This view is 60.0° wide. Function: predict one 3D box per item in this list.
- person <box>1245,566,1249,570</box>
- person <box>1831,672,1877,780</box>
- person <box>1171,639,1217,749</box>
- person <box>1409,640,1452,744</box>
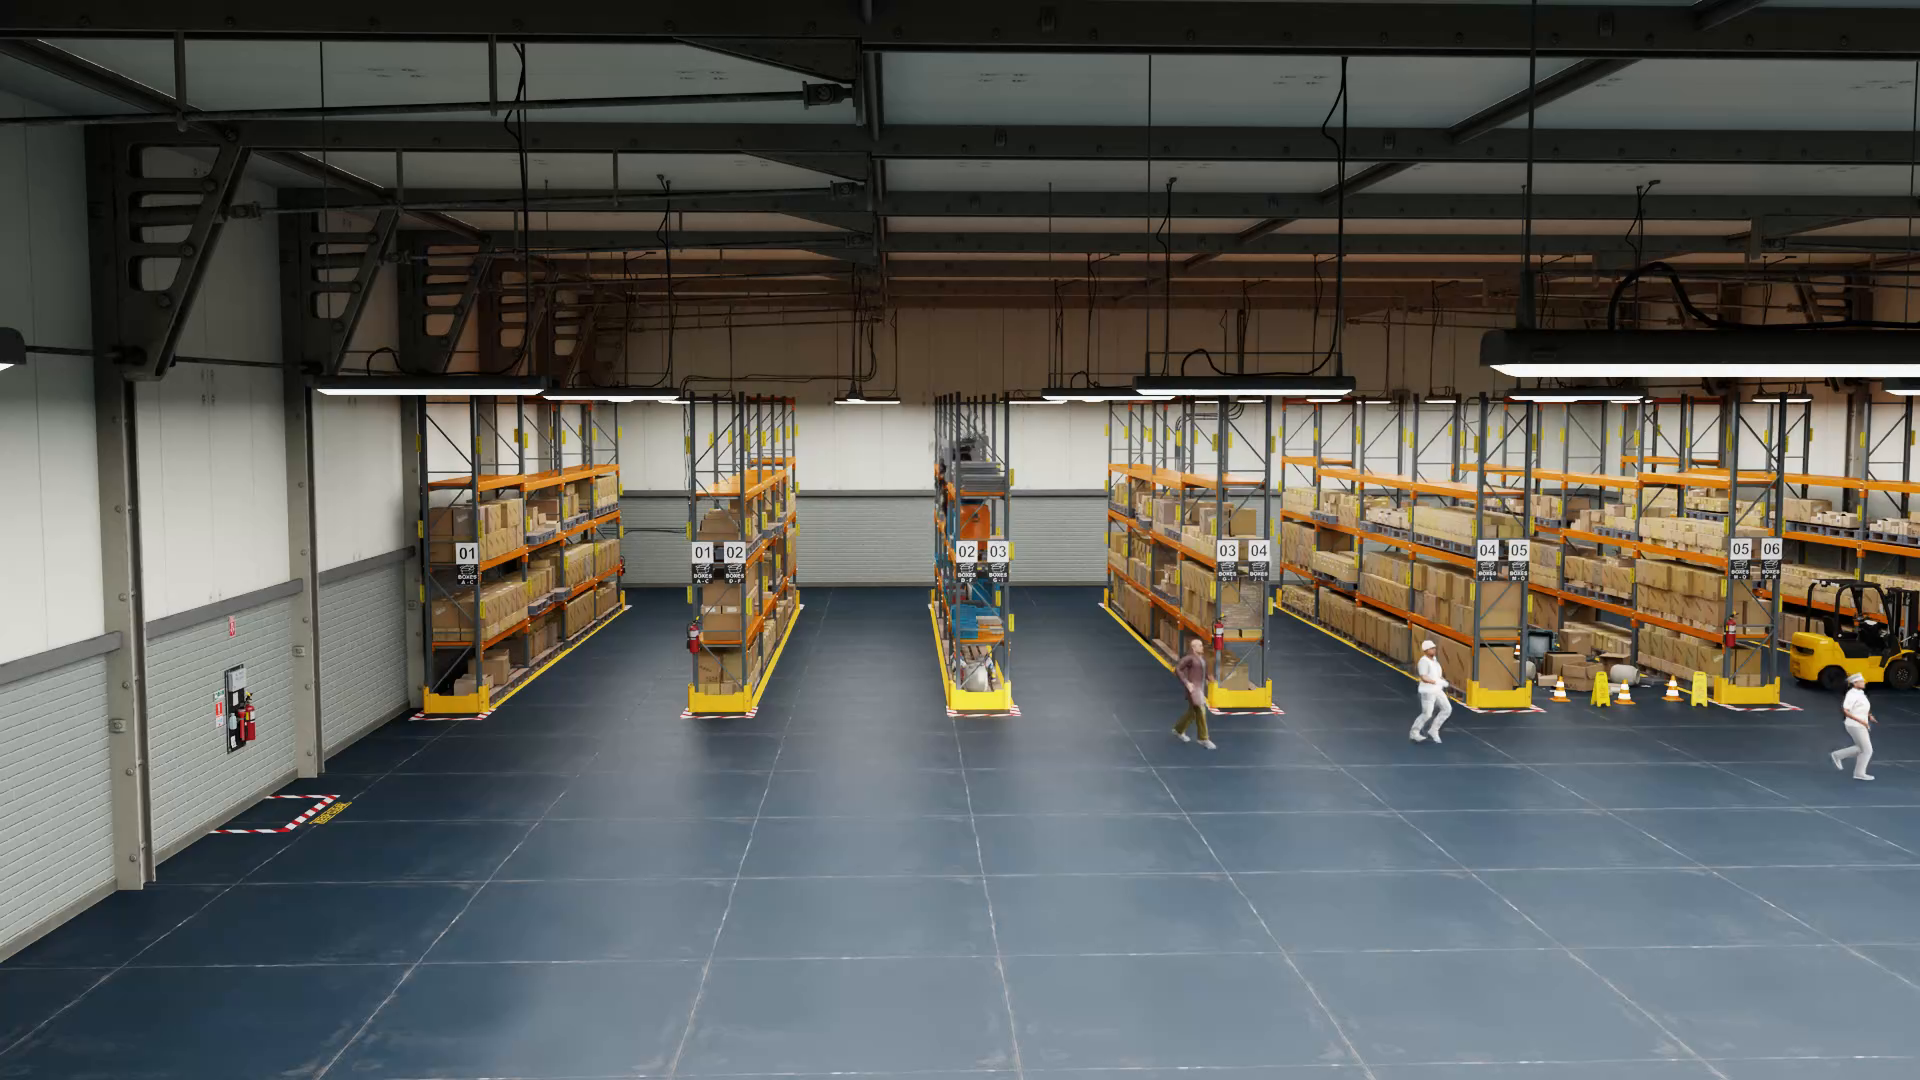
[{"bbox_3d":[8.538,0.966,48.471,0.876,1.807,0.687,-2,5,-26],"label":"person"},{"bbox_3d":[13.757,2.845,25.604,0.644,1.653,0.577,4,6,40],"label":"person"},{"bbox_3d":[3.977,2.585,28.081,0.860,1.824,0.697,3,5,33],"label":"person"},{"bbox_3d":[8.024,2.587,28.298,0.705,1.782,0.693,4,6,39],"label":"person"}]
